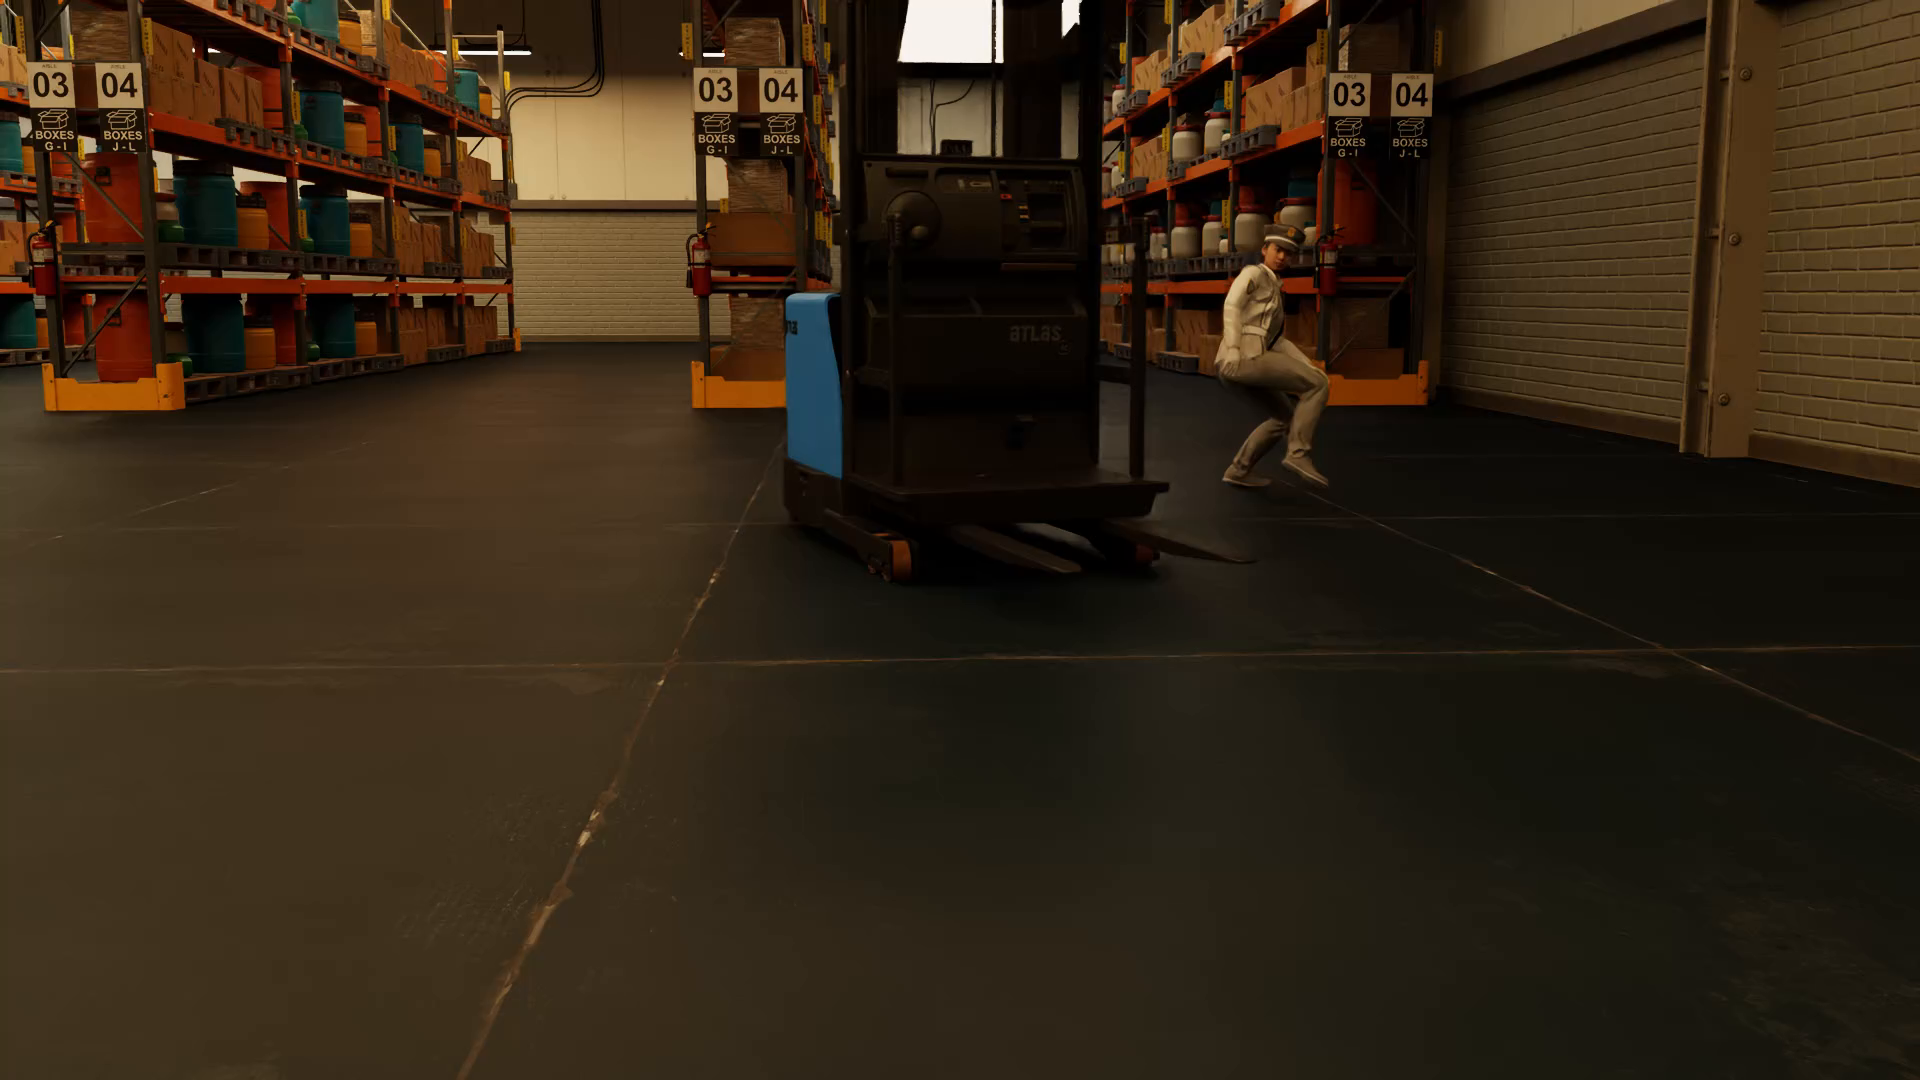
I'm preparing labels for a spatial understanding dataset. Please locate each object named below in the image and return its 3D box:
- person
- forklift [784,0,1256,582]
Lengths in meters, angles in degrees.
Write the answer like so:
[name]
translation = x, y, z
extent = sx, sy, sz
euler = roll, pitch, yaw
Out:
[person]
translation = 1.720, -0.981, 9.067
extent = 0.659, 1.468, 0.708
euler = 0, 8, 3
[forklift]
translation = 0.140, -1.356, 6.465
extent = 1.130, 2.935, 3.031
euler = -3, 9, -19
